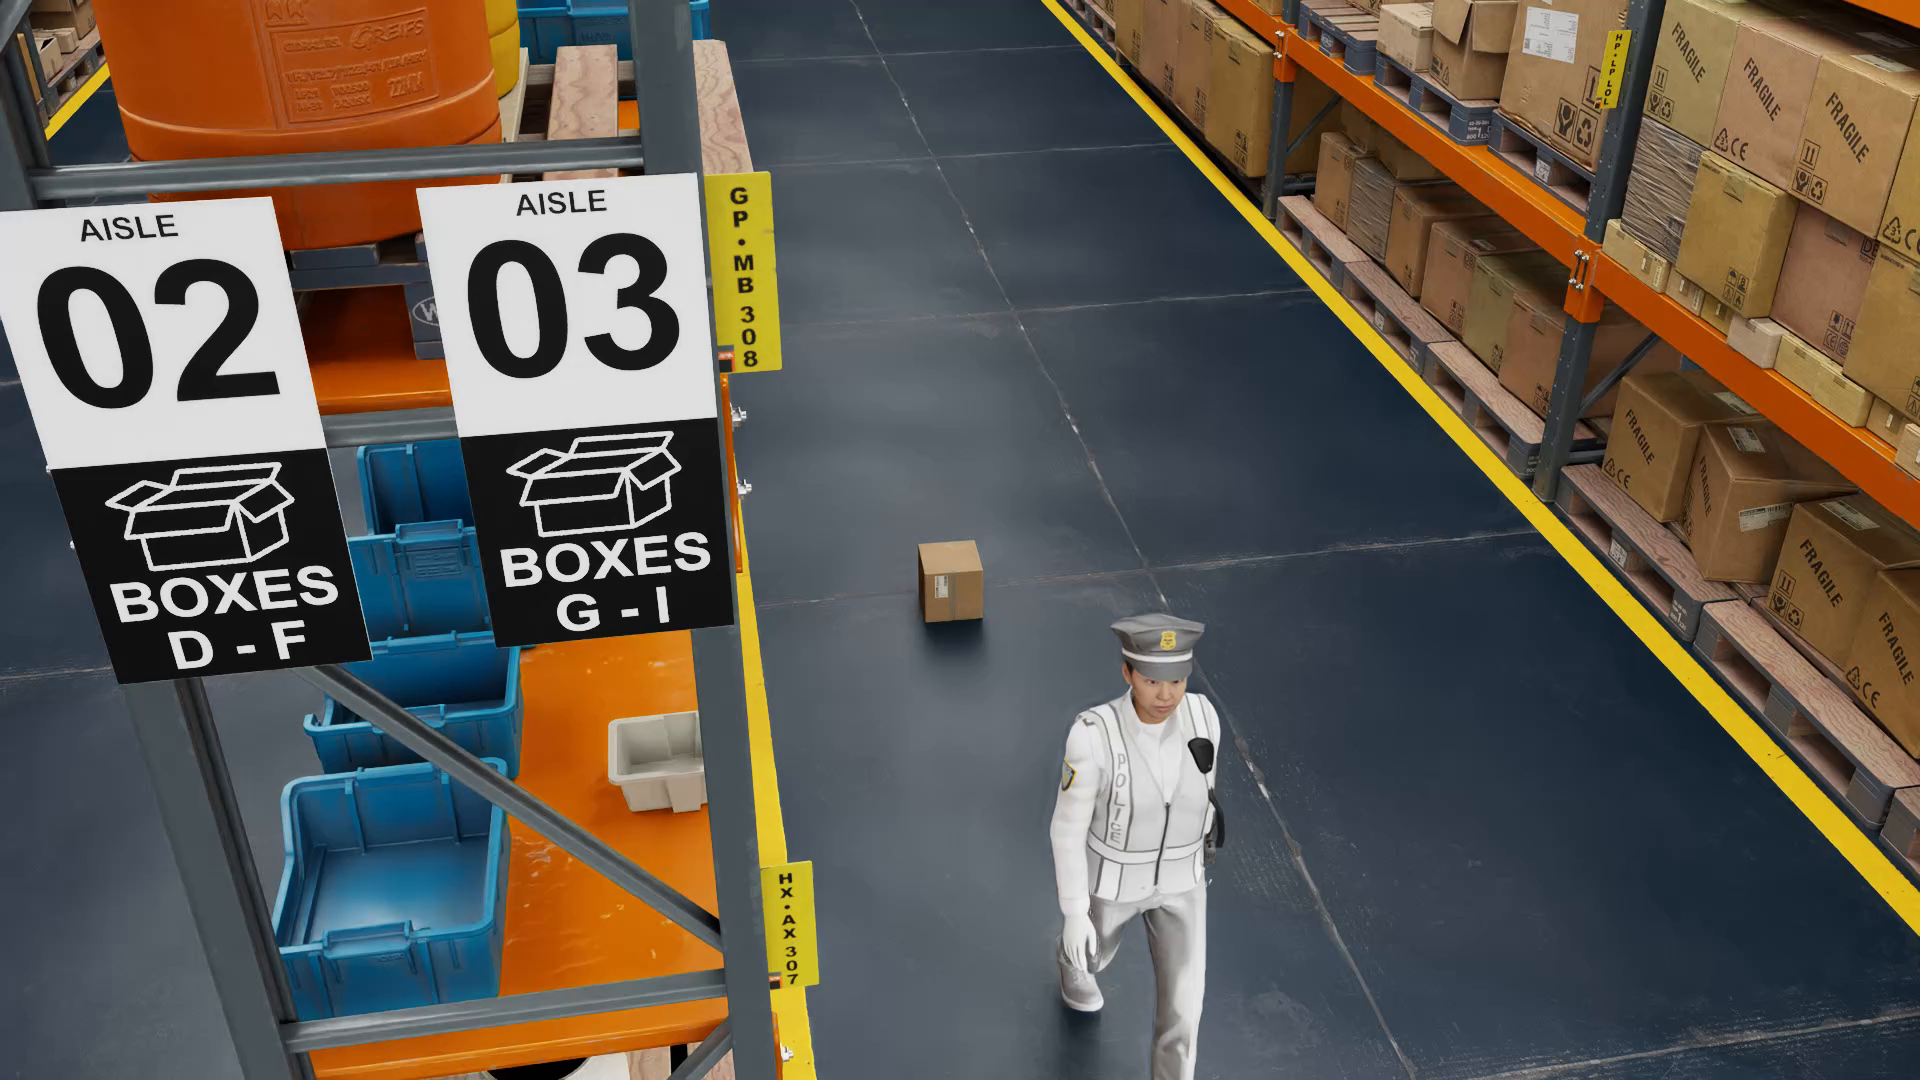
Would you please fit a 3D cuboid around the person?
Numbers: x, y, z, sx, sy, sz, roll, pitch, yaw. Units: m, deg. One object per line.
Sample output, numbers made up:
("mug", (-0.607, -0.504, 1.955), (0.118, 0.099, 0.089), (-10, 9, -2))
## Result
("person", (0.485, 0.911, 4.568), (0.505, 1.641, 0.972), (-6, 31, -10))
